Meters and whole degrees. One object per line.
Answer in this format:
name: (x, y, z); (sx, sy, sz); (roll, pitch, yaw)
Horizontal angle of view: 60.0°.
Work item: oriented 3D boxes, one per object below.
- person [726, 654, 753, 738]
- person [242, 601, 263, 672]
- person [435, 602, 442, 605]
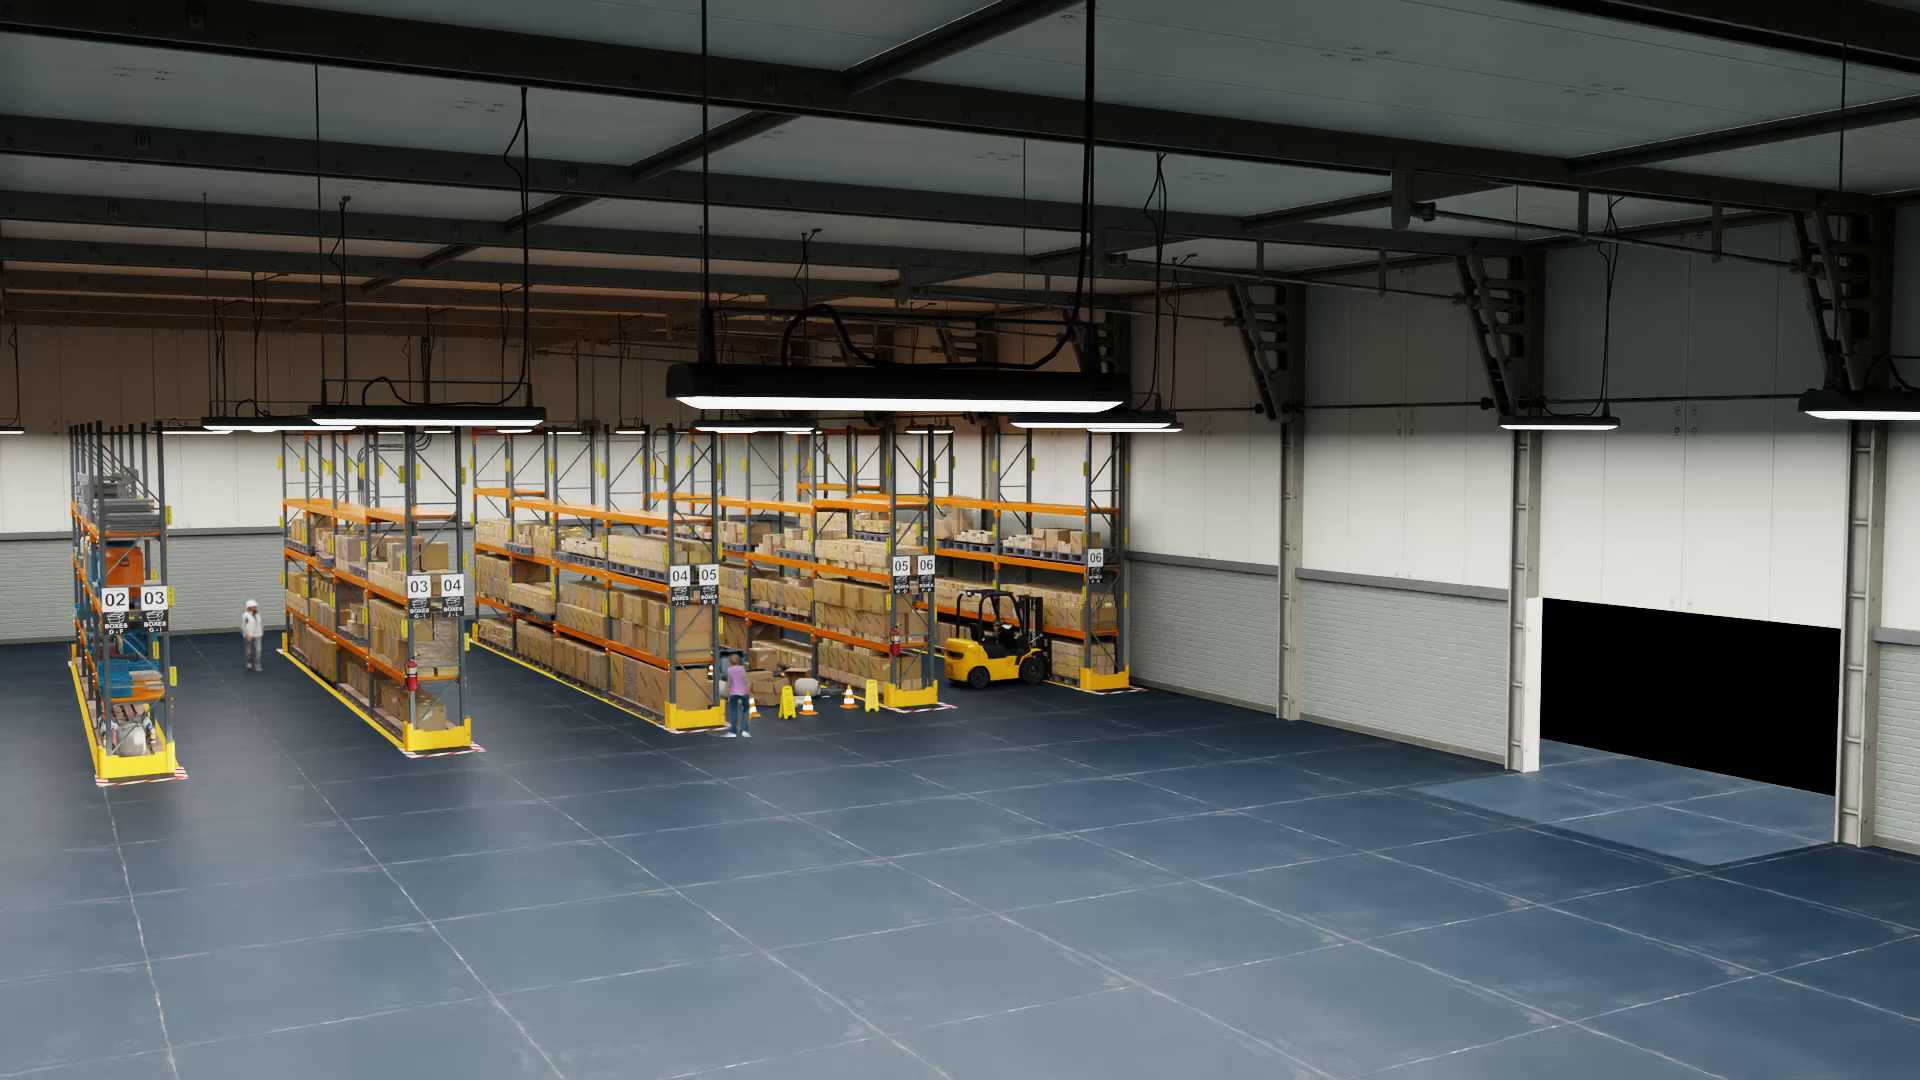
person: (-4.204, 2.971, 31.662); (0.527, 1.618, 0.322); (0, 4, 0)
person: (-17.291, 2.352, 40.637); (0.485, 1.737, 1.012); (-2, 4, -25)
person: (-14.772, 1.966, 47.335); (0.609, 1.679, 1.000); (0, 4, -5)
